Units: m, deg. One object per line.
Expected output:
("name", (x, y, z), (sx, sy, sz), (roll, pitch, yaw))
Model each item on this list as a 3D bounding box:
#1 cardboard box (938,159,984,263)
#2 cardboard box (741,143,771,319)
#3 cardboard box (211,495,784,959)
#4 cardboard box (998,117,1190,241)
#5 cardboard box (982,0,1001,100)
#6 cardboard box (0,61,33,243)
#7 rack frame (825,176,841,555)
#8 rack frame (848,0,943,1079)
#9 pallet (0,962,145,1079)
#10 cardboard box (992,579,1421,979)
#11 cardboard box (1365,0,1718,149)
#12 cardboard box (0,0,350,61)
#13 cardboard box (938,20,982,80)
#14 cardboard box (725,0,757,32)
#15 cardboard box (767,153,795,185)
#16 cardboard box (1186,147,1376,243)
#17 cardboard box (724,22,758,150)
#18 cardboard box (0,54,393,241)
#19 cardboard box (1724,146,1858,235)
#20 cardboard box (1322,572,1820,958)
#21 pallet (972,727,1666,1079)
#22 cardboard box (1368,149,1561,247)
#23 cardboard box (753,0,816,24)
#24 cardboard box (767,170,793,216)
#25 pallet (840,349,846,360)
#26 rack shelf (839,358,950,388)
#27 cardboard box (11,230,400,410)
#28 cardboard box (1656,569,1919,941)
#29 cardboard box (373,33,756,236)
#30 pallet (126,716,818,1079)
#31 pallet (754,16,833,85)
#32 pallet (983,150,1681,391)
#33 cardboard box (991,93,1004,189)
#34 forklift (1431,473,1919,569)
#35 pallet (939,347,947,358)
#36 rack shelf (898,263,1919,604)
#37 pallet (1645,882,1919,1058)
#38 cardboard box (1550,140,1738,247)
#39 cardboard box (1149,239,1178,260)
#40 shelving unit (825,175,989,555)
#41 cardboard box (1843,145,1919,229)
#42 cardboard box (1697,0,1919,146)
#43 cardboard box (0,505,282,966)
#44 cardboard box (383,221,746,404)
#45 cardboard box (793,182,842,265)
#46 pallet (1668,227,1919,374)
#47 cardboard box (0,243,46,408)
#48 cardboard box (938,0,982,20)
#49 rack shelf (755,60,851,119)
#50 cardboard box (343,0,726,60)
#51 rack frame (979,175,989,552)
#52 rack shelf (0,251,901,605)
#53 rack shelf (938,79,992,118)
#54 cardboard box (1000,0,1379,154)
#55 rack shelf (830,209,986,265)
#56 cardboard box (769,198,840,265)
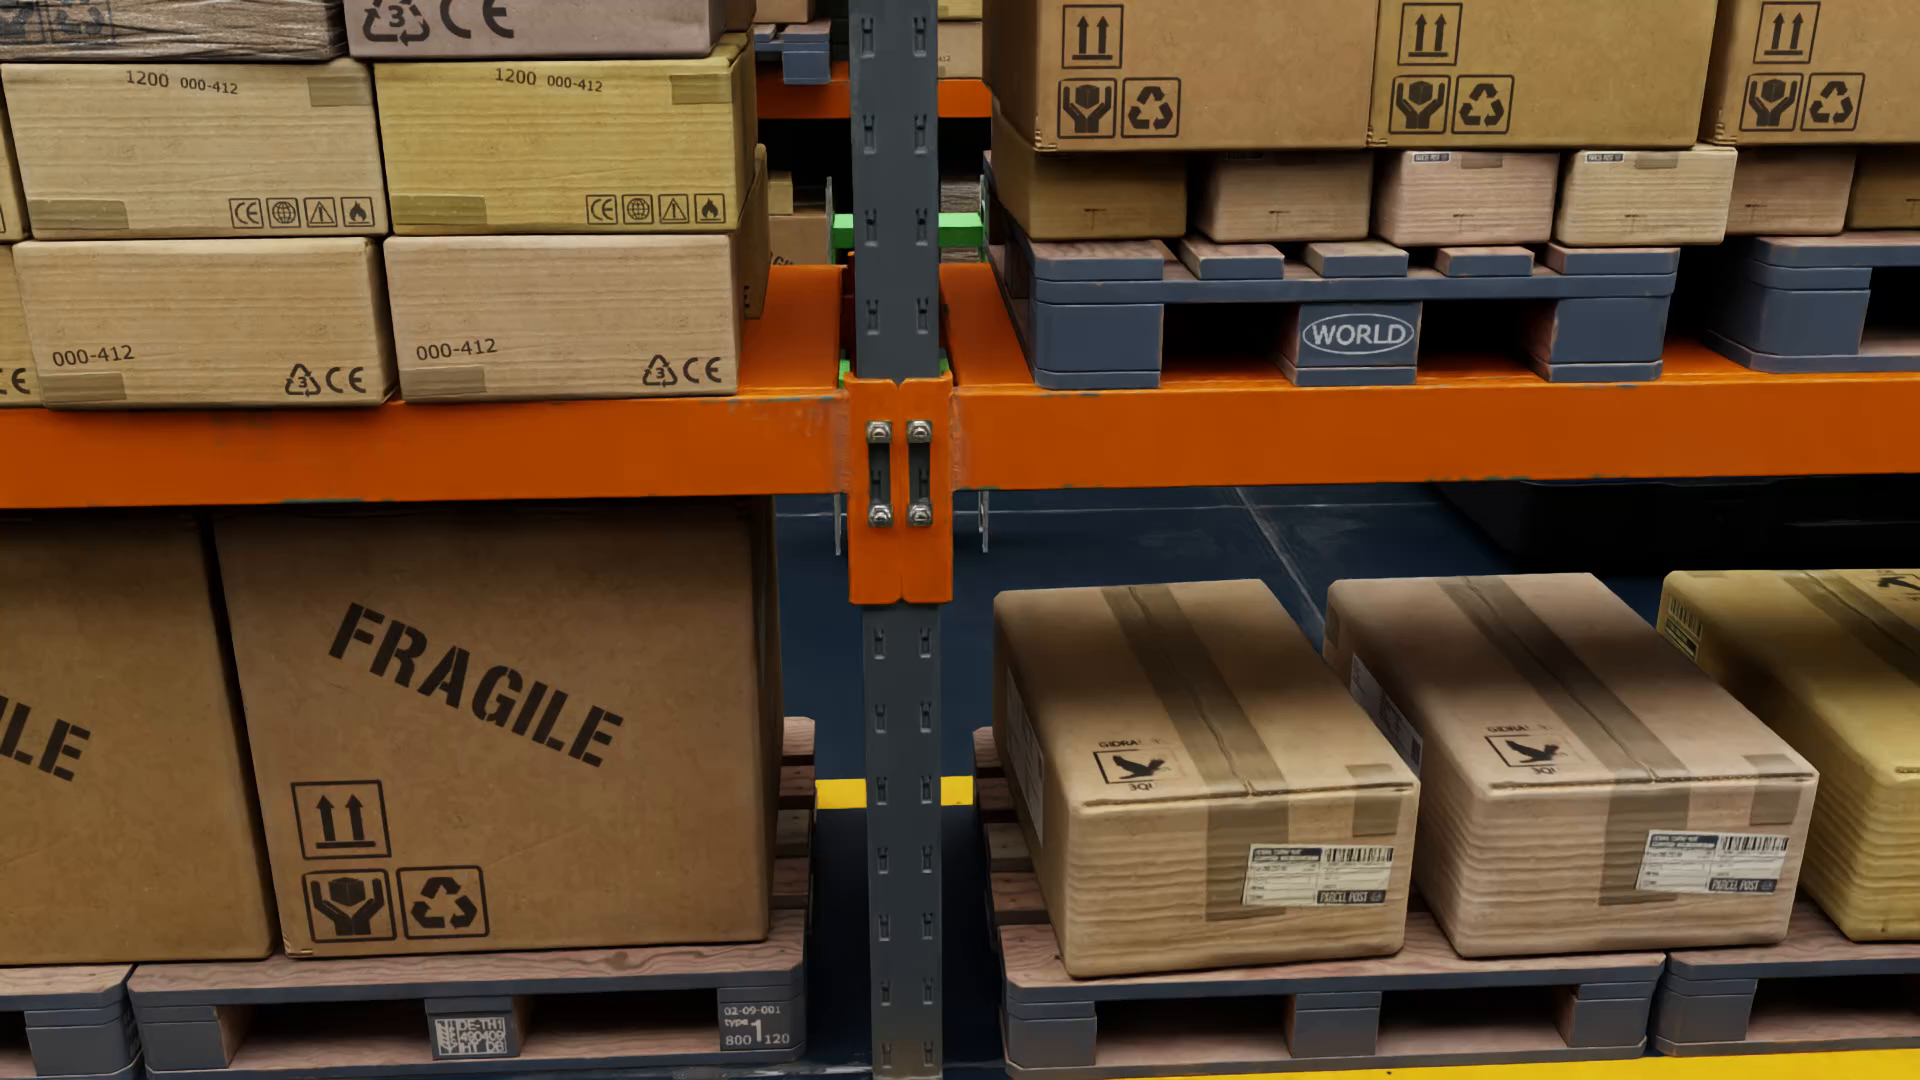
("cardboard box", (0.213, -1.446, 7.950), (0.625, 0.625, 0.875), (-1, 21, -1))
("cardboard box", (-0.626, -0.598, 3.186), (0.500, 0.250, 0.500), (-2, 21, -4))
("cardboard box", (-0.817, 0.193, 3.295), (0.875, 0.875, 0.875), (-1, 21, -4))
("cardboard box", (0.212, -0.608, 2.765), (0.250, 0.149, 0.380), (-2, 21, -6))
("cardboard box", (0.315, -1.078, 3.089), (0.500, 0.500, 0.500), (-2, 21, -5))
("cardboard box", (-1.614, -0.622, 2.548), (0.500, 0.250, 0.500), (-2, 21, -4))
("rack frame", (-0.409, -0.552, 5.386), (0.015, 1.200, 0.240), (-1, 21, -3))
("rack frame", (-0.123, -0.588, 2.951), (0.127, 3.000, 1.000), (-1, 21, -3))
("pallet", (-2.130, 0.728, 3.413), (1.213, 0.211, 1.003), (-1, 21, -3))
("cardboard box", (0.442, 0.435, 3.364), (0.625, 0.372, 0.950), (-3, 21, -7))
("cardboard box", (0.859, -0.910, 2.648), (0.500, 0.500, 0.500), (0, 21, 0))
("cardboard box", (-1.136, -0.986, 2.448), (0.500, 0.500, 0.500), (-1, 21, -2))
("cardboard box", (0.047, -2.204, 7.404), (0.500, 0.250, 0.500), (-1, 21, -3))
("cardboard box", (-0.629, -1.179, 2.957), (0.500, 0.500, 0.500), (-2, 21, -5))
("cardboard box", (-0.949, -1.783, 8.099), (0.250, 0.149, 0.380), (0, 21, 0))
("cardboard box", (0.496, -0.602, 2.748), (0.250, 0.149, 0.380), (-2, 21, -6))
("cardboard box", (-0.643, -0.829, 3.092), (0.500, 0.250, 0.500), (-1, 21, -3))
("cardboard box", (-1.104, -0.640, 2.595), (0.500, 0.250, 0.500), (-2, 21, -4))
("cardboard box", (1.284, -0.622, 2.801), (0.250, 0.149, 0.380), (0, 21, 0))
("cardboard box", (1.178, 0.418, 3.411), (0.625, 0.372, 0.950), (-2, 21, -4))
("pallet", (0.657, 0.699, 3.487), (1.213, 0.211, 1.003), (-1, 21, -3))
("cardboard box", (0.772, -0.591, 2.720), (0.250, 0.149, 0.380), (-3, 21, -7))
("cardboard box", (-0.933, -2.640, 7.608), (0.500, 0.500, 0.500), (0, 21, -1))
("cardboard box", (-0.889, -1.583, 7.574), (0.250, 0.149, 0.380), (-2, 21, -6))
("pallet", (-1.158, -1.047, 8.073), (1.213, 0.211, 1.003), (-1, 21, -3))
("rack shelf", (-0.165, -0.498, 5.421), (0.480, 0.148, 0.258), (-1, 21, -3))
("cardboard box", (-1.122, -0.400, 2.666), (0.500, 0.250, 0.500), (-1, 21, -2))
("cardboard box", (1.935, 0.404, 3.446), (0.625, 0.372, 0.950), (0, 21, -1))
("cardboard box", (-0.592, -0.652, 2.626), (0.500, 0.250, 0.500), (-1, 21, -3))
("pallet", (-0.914, 0.704, 3.475), (1.213, 0.211, 1.003), (-1, 21, -3))
("pallet", (-1.083, -2.223, 7.514), (1.003, 0.211, 1.213), (-1, 21, -3))
("pallet", (0.582, -0.551, 3.122), (1.003, 0.211, 1.213), (-1, 21, -3))
("cardboard box", (0.191, -0.757, 3.158), (0.250, 0.149, 0.380), (0, 21, -1))
("forklift", (3.216, -1.481, 5.393), (3.031, 2.935, 1.130), (-2, 21, -5))
("pallet", (0.414, -1.051, 8.085), (1.213, 0.211, 1.003), (-1, 21, -3))
("rack shelf", (1.874, -0.293, 3.185), (4.000, 0.370, 1.077), (-1, 21, -3))
("pallet", (1.872, 0.676, 3.549), (1.213, 0.211, 1.003), (-1, 21, -3))
("cardboard box", (1.048, -0.589, 2.715), (0.250, 0.149, 0.380), (-1, 21, -3))
("cardboard box", (0.865, -1.462, 7.992), (0.625, 0.625, 0.875), (0, 21, -1))
("shelving unit", (-0.165, -0.557, 5.399), (0.503, 1.200, 0.258), (-1, 21, -3))
("cardboard box", (1.564, -0.641, 2.852), (0.250, 0.149, 0.380), (0, 21, -1))
("cardboard box", (1.389, -0.924, 2.682), (0.500, 0.500, 0.500), (-1, 21, -2))
("cardboard box", (-1.708, 0.209, 3.251), (0.875, 0.875, 0.875), (-1, 21, -2))
("cardboard box", (-0.613, -0.416, 2.708), (0.500, 0.250, 0.500), (-2, 21, -5))
("cardboard box", (-0.847, -1.471, 8.191), (0.500, 0.500, 0.500), (0, 21, -1))
("pallet", (1.851, -0.554, 3.129), (1.213, 0.211, 1.003), (-1, 21, -3))
("cardboard box", (-1.626, -0.395, 2.654), (0.500, 0.250, 0.500), (-1, 21, -4))
("cardboard box", (0.048, -2.428, 7.292), (0.500, 0.250, 0.500), (-1, 21, -3))
("rack shelf", (-2.407, -1.975, 7.603), (4.000, 0.370, 1.077), (-1, 21, -3))
("cardboard box", (-0.624, -0.999, 2.483), (0.500, 0.500, 0.500), (-2, 21, -5))
("rack frame", (0.078, -0.562, 5.412), (0.015, 1.200, 0.240), (-1, 21, -3))
("rack shelf", (-2.120, -0.212, 2.972), (4.000, 0.370, 1.077), (-1, 21, -3))
("rack shelf", (1.587, -2.056, 7.817), (4.000, 0.370, 1.077), (-1, 21, -3))
("cardboard box", (0.339, -0.897, 2.613), (0.500, 0.500, 0.500), (-2, 21, -5))
("rack shelf", (-0.165, -0.946, 5.251), (0.480, 0.148, 0.258), (-1, 21, -3))
("cardboard box", (-0.820, -1.295, 7.729), (0.500, 0.500, 0.500), (-1, 21, -1))
